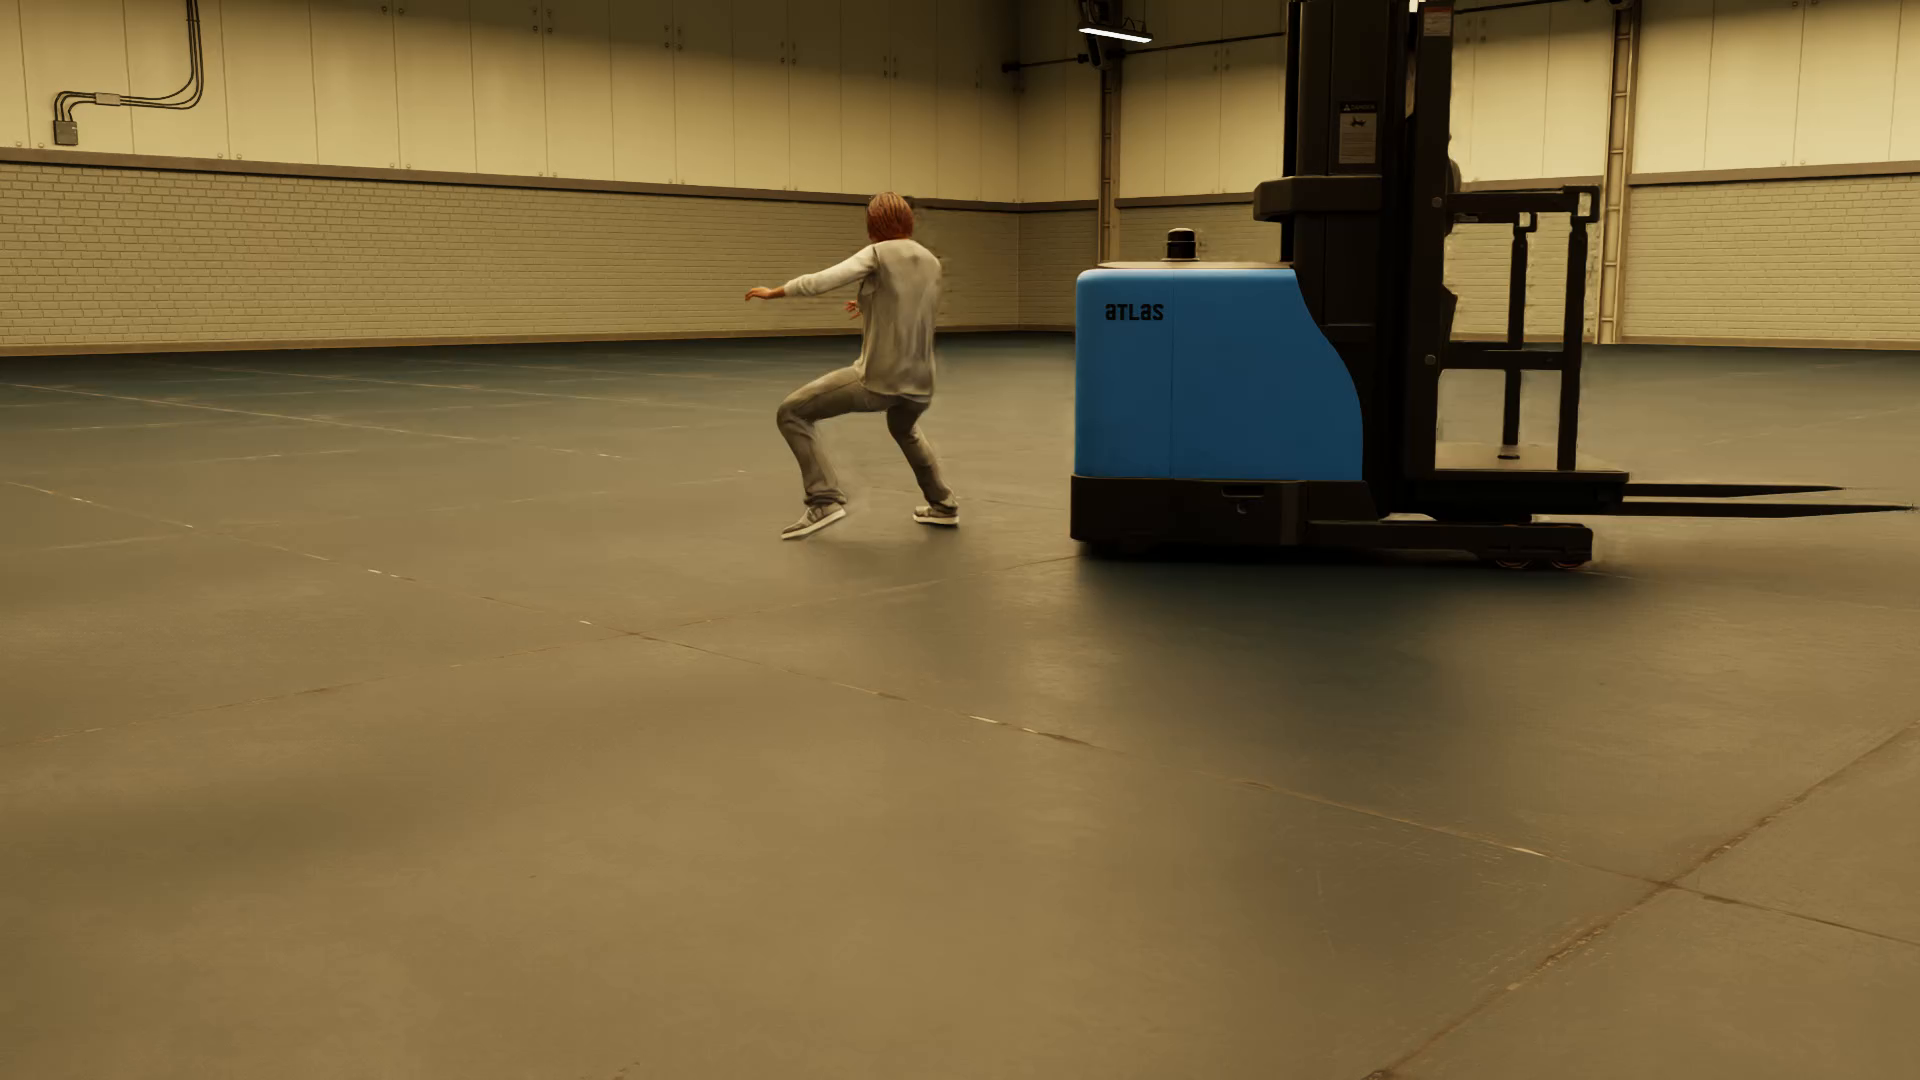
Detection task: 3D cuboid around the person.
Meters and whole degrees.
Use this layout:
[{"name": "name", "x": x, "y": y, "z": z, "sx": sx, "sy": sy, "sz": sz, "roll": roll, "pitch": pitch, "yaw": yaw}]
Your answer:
[{"name": "person", "x": -0.367, "y": -0.654, "z": 6.773, "sx": 0.904, "sy": 1.274, "sz": 0.662, "roll": -7, "pitch": 11, "yaw": -38}]

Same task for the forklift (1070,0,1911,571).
[{"name": "forklift", "x": 1.973, "y": -1.423, "z": 6.326, "sx": 3.031, "sy": 2.935, "sz": 1.130, "roll": 1, "pitch": 9, "yaw": 7}]
